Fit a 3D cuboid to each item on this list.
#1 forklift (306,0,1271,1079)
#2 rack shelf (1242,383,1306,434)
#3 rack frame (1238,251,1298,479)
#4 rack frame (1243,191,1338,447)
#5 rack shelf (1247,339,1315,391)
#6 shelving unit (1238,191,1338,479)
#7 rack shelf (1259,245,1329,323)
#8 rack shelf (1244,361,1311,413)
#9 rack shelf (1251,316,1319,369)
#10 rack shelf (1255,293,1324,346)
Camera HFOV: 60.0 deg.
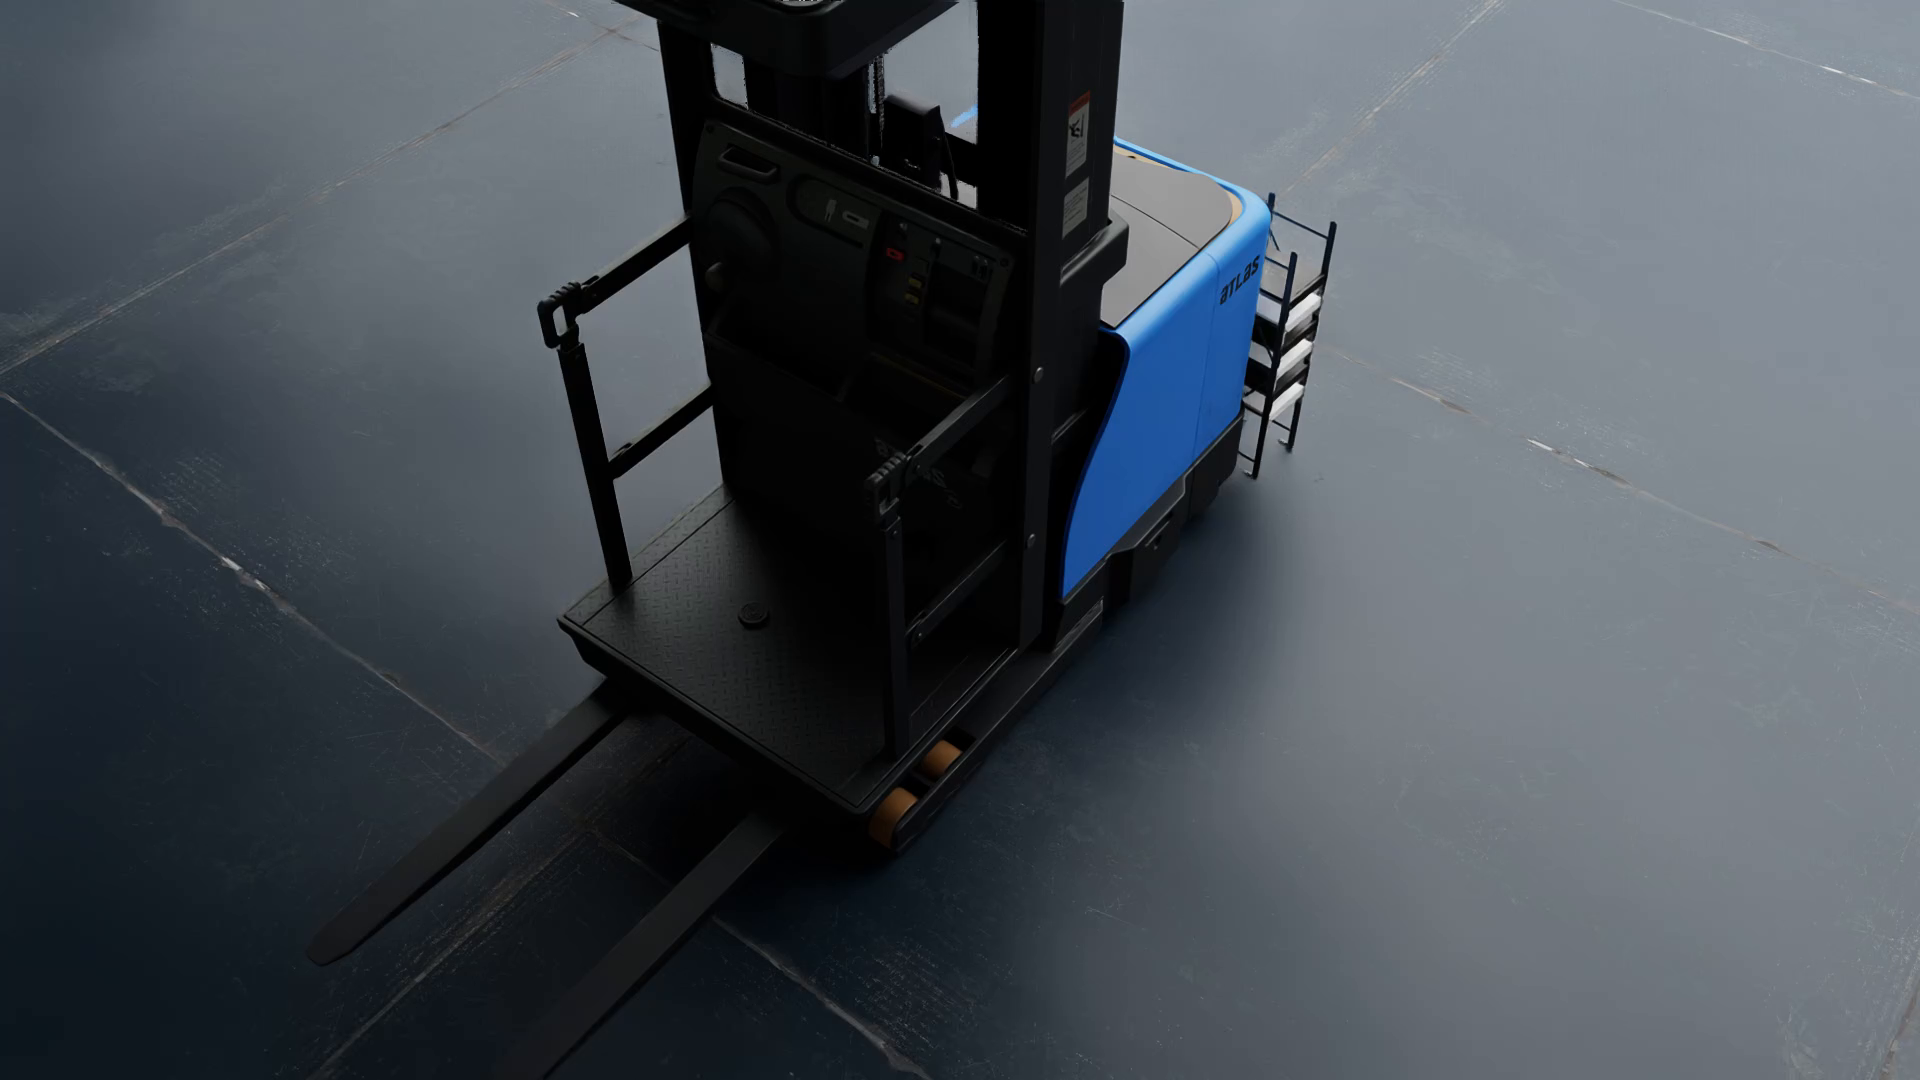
[{"bbox_3d":[-0.394,-0.593,3.789,1.130,2.935,3.031,29,53,25],"label":"forklift"},{"bbox_3d":[0.953,-0.478,5.379,0.258,0.077,0.200,33,55,28],"label":"rack shelf"},{"bbox_3d":[0.885,-0.571,5.173,0.240,0.900,0.006,33,55,28],"label":"rack frame"},{"bbox_3d":[1.022,-0.679,5.276,0.240,0.900,0.006,33,55,28],"label":"rack frame"},{"bbox_3d":[0.953,-0.602,5.249,0.258,0.077,0.200,33,55,28],"label":"rack shelf"},{"bbox_3d":[0.953,-0.625,5.225,0.258,0.900,0.210,33,55,28],"label":"shelving unit"},{"bbox_3d":[0.953,-0.788,5.053,0.258,0.077,0.200,33,55,28],"label":"rack shelf"},{"bbox_3d":[0.953,-0.540,5.314,0.258,0.077,0.200,33,55,28],"label":"rack shelf"},{"bbox_3d":[0.953,-0.664,5.184,0.258,0.077,0.200,33,55,28],"label":"rack shelf"},{"bbox_3d":[0.953,-0.726,5.119,0.258,0.077,0.200,33,55,28],"label":"rack shelf"}]
